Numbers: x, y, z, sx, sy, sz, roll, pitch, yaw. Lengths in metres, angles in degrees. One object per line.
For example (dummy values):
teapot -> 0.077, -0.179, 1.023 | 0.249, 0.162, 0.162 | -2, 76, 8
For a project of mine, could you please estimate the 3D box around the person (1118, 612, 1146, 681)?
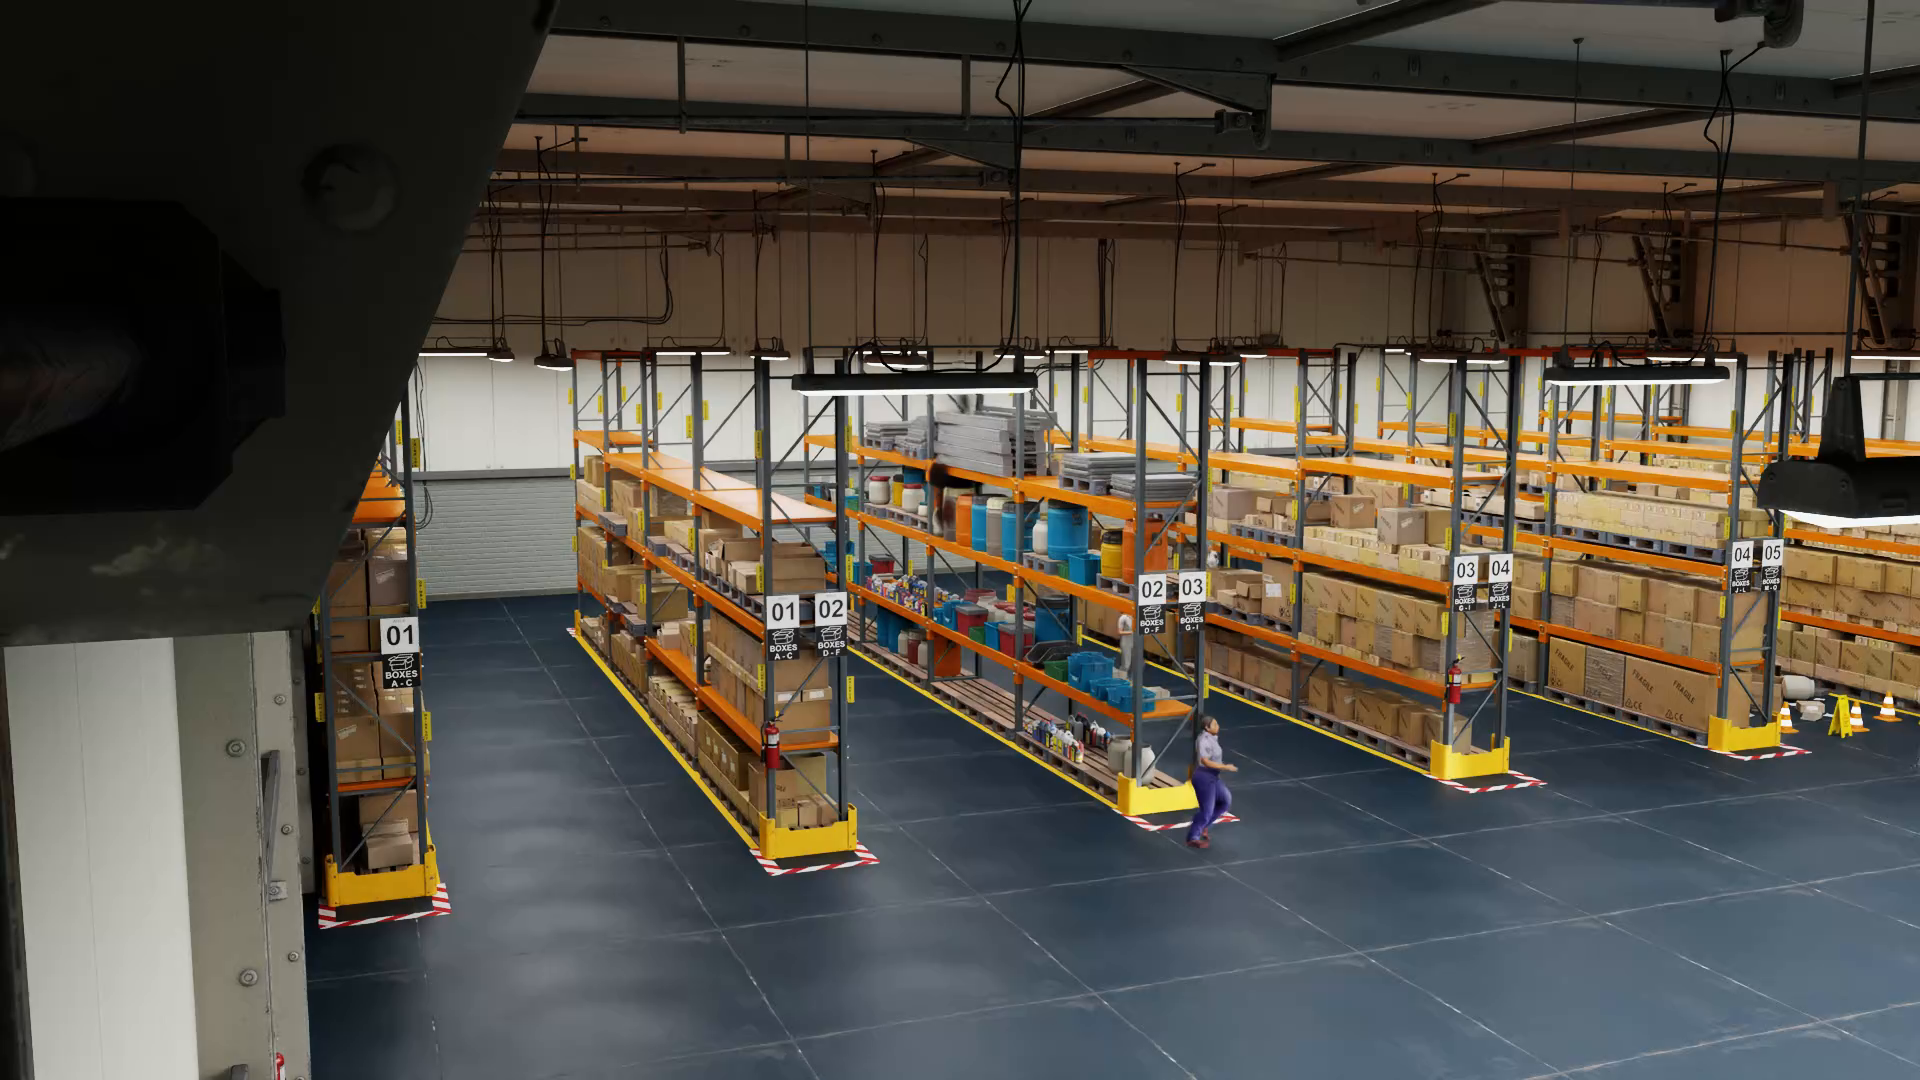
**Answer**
person -> 2.987, 1.888, 29.146 | 0.544, 1.708, 0.691 | -4, 8, -29

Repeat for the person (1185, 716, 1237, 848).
person -> 3.139, 2.974, 20.646 | 0.618, 1.608, 0.668 | 2, 7, 13

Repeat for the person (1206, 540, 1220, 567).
person -> 5.626, 0.823, 37.578 | 0.623, 1.705, 0.851 | -2, 7, -17
